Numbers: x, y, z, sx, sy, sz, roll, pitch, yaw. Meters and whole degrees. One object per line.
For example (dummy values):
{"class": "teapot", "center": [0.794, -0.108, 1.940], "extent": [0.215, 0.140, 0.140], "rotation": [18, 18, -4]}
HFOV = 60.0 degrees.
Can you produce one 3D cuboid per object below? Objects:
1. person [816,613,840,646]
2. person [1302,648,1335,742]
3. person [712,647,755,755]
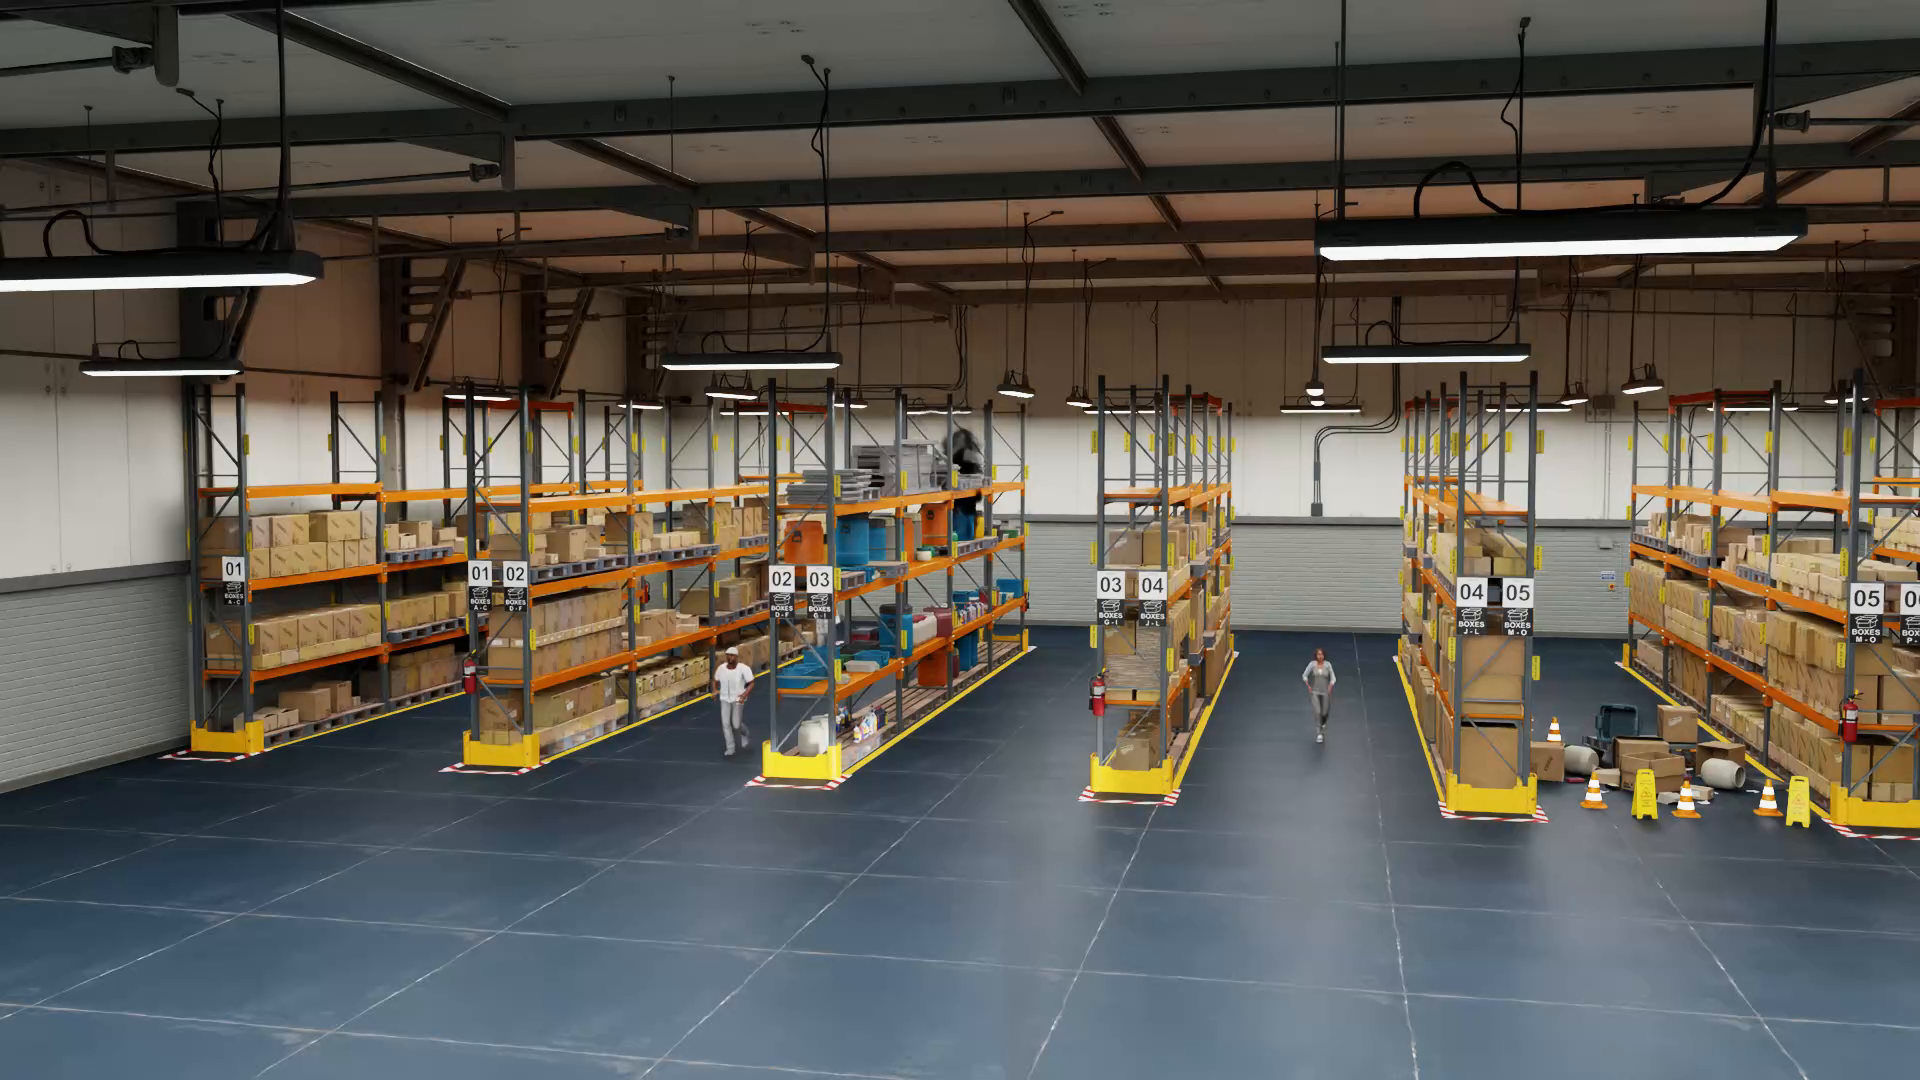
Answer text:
{"class": "person", "center": [-2.705, 1.947, 33.739], "extent": [0.569, 1.777, 0.731], "rotation": [1, 3, 10]}
{"class": "person", "center": [6.092, 2.612, 28.249], "extent": [0.553, 1.574, 0.599], "rotation": [0, 3, 7]}
{"class": "person", "center": [-3.684, 2.589, 26.964], "extent": [0.723, 1.734, 0.675], "rotation": [1, 3, 13]}
